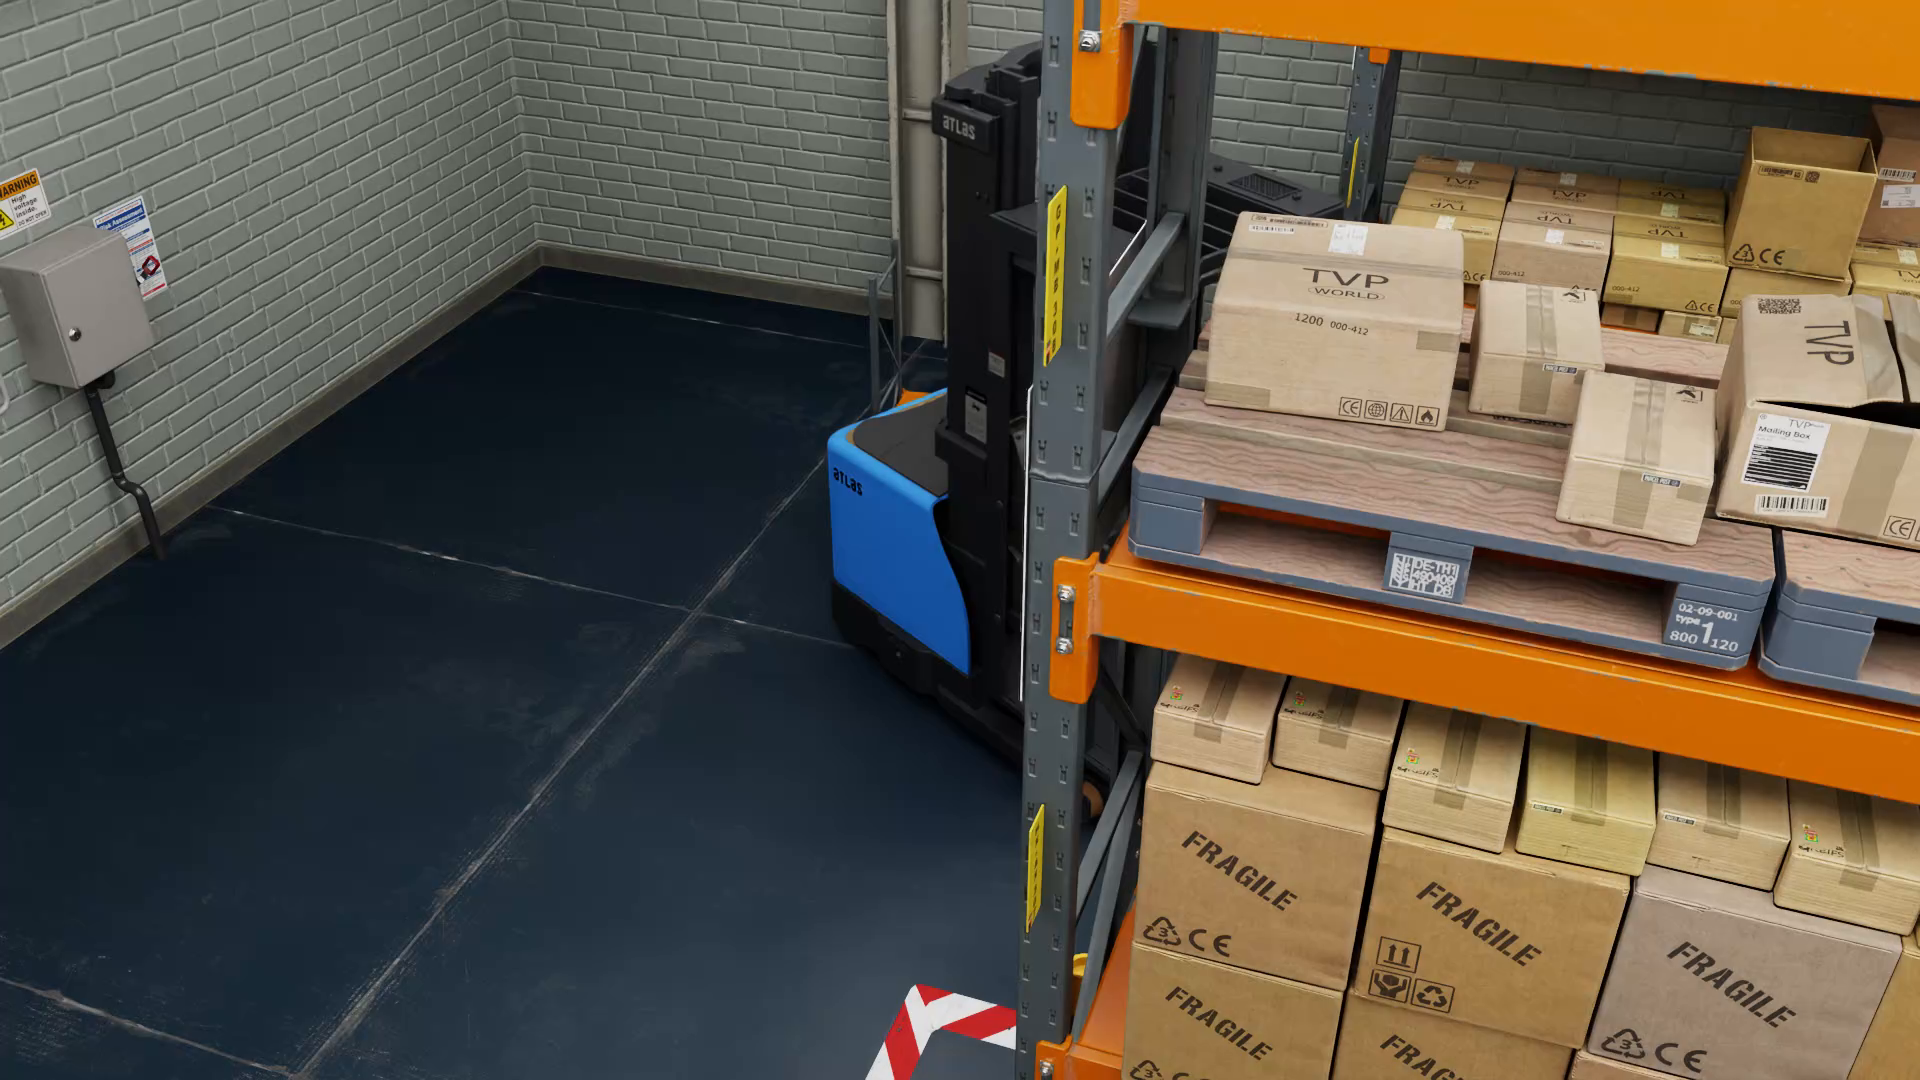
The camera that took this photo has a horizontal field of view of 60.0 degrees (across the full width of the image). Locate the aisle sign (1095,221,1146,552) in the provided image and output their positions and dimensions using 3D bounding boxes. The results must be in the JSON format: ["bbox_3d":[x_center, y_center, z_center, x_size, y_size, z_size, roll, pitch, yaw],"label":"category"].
[{"bbox_3d":[0.407,-0.374,4.167,0.004,0.787,0.394,11,34,16],"label":"aisle sign"}]

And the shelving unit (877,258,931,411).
[{"bbox_3d":[0.117,-0.688,8.433,1.083,1.500,0.587,6,33,10],"label":"shelving unit"}]

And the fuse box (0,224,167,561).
[{"bbox_3d":[-4.100,-0.635,8.156,0.414,1.711,0.539,11,34,16],"label":"fuse box"}]

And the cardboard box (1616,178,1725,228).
[{"bbox_3d":[3.513,-1.571,8.281,0.500,0.250,0.500,12,35,18],"label":"cardboard box"}]

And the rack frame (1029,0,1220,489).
[{"bbox_3d":[0.370,-1.631,2.979,0.127,3.000,1.000,11,34,16],"label":"rack frame"}]

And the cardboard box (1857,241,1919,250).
[{"bbox_3d":[4.472,-1.388,7.998,0.500,0.250,0.500,12,35,18],"label":"cardboard box"}]

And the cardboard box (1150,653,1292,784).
[{"bbox_3d":[0.611,0.361,3.813,0.250,0.149,0.380,12,35,17],"label":"cardboard box"}]

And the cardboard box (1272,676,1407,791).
[{"bbox_3d":[0.881,0.373,3.795,0.250,0.149,0.380,12,35,18],"label":"cardboard box"}]

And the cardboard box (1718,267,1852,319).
[{"bbox_3d":[3.819,-1.221,7.740,0.500,0.250,0.500,10,34,15],"label":"cardboard box"}]

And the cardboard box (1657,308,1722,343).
[{"bbox_3d":[3.454,-1.079,7.887,0.250,0.149,0.380,10,34,15],"label":"cardboard box"}]

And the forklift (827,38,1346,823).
[{"bbox_3d":[0.717,-0.369,6.620,1.130,2.935,3.031,-25,40,-33],"label":"forklift"}]

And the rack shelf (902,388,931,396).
[{"bbox_3d":[0.126,-0.536,8.529,1.000,0.185,0.538,6,33,10],"label":"rack shelf"}]

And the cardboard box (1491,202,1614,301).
[{"bbox_3d":[2.852,-1.395,8.009,0.500,0.250,0.500,11,35,17],"label":"cardboard box"}]

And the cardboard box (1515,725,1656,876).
[{"bbox_3d":[1.341,0.518,3.570,0.250,0.149,0.380,10,34,15],"label":"cardboard box"}]

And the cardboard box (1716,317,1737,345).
[{"bbox_3d":[3.708,-1.041,7.828,0.250,0.149,0.380,12,35,18],"label":"cardboard box"}]

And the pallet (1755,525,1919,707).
[{"bbox_3d":[2.224,0.020,3.271,1.213,0.211,1.003,11,34,16],"label":"pallet"}]

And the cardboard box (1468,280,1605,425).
[{"bbox_3d":[1.245,-0.411,3.608,0.250,0.149,0.380,8,34,13],"label":"cardboard box"}]

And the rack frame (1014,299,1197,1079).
[{"bbox_3d":[0.370,0.890,4.607,0.127,3.000,1.000,11,34,16],"label":"rack frame"}]

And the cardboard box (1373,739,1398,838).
[{"bbox_3d":[0.904,0.394,4.360,0.500,0.500,0.500,12,35,18],"label":"cardboard box"}]

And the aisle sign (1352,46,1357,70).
[{"bbox_3d":[1.878,-2.600,7.615,0.004,0.787,0.394,11,34,16],"label":"aisle sign"}]

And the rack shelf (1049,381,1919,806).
[{"bbox_3d":[2.252,0.298,3.421,4.000,0.370,1.077,11,34,16],"label":"rack shelf"}]

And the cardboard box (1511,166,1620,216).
[{"bbox_3d":[3.048,-1.664,8.426,0.500,0.250,0.500,11,34,17],"label":"cardboard box"}]

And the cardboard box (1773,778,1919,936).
[{"bbox_3d":[1.827,0.606,3.433,0.250,0.149,0.380,11,35,17],"label":"cardboard box"}]

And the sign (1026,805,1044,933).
[{"bbox_3d":[0.177,0.775,3.913,0.005,0.325,0.100,11,34,16],"label":"sign"}]

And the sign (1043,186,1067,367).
[{"bbox_3d":[0.177,-0.489,3.097,0.005,0.325,0.100,11,34,16],"label":"sign"}]

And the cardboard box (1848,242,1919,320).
[{"bbox_3d":[4.303,-1.126,7.593,0.500,0.250,0.500,11,34,16],"label":"cardboard box"}]

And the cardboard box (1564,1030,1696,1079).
[{"bbox_3d":[1.683,1.263,3.937,0.500,0.500,0.500,11,34,16],"label":"cardboard box"}]

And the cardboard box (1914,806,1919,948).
[{"bbox_3d":[2.056,0.667,3.340,0.250,0.149,0.380,10,34,15],"label":"cardboard box"}]

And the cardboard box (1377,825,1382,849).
[{"bbox_3d":[1.380,0.900,4.498,0.500,0.500,0.500,10,34,15],"label":"cardboard box"}]

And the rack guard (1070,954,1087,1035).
[{"bbox_3d":[0.347,1.935,5.291,0.348,0.500,1.175,11,34,16],"label":"rack guard"}]

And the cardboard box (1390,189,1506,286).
[{"bbox_3d":[2.377,-1.487,8.151,0.500,0.250,0.500,11,34,17],"label":"cardboard box"}]

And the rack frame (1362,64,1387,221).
[{"bbox_3d":[2.040,-1.644,8.531,0.053,2.616,0.949,11,34,16],"label":"rack frame"}]

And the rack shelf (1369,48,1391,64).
[{"bbox_3d":[3.924,-2.237,7.348,4.000,0.370,1.077,11,34,16],"label":"rack shelf"}]

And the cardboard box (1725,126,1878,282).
[{"bbox_3d":[3.789,-1.528,7.523,0.500,0.500,0.500,12,35,18],"label":"cardboard box"}]

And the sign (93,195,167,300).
[{"bbox_3d":[-4.129,-1.426,8.281,0.001,0.494,0.329,11,34,16],"label":"sign"}]

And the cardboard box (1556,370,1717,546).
[{"bbox_3d":[1.316,-0.167,3.230,0.250,0.149,0.380,12,35,18],"label":"cardboard box"}]

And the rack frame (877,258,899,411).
[{"bbox_3d":[-0.372,-0.744,8.520,0.013,1.308,0.475,6,33,10],"label":"rack frame"}]

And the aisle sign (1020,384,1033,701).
[{"bbox_3d":[0.204,-0.068,3.692,0.004,0.787,0.394,11,34,16],"label":"aisle sign"}]

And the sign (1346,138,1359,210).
[{"bbox_3d":[1.858,-1.732,7.869,0.005,0.325,0.100,11,34,16],"label":"sign"}]

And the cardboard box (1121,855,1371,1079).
[{"bbox_3d":[0.725,1.082,4.216,0.500,0.500,0.500,11,34,16],"label":"cardboard box"}]

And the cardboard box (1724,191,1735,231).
[{"bbox_3d":[4.005,-1.475,8.133,0.500,0.250,0.500,11,34,16],"label":"cardboard box"}]

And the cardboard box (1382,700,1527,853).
[{"bbox_3d":[1.087,0.479,3.630,0.250,0.149,0.380,12,35,18],"label":"cardboard box"}]
